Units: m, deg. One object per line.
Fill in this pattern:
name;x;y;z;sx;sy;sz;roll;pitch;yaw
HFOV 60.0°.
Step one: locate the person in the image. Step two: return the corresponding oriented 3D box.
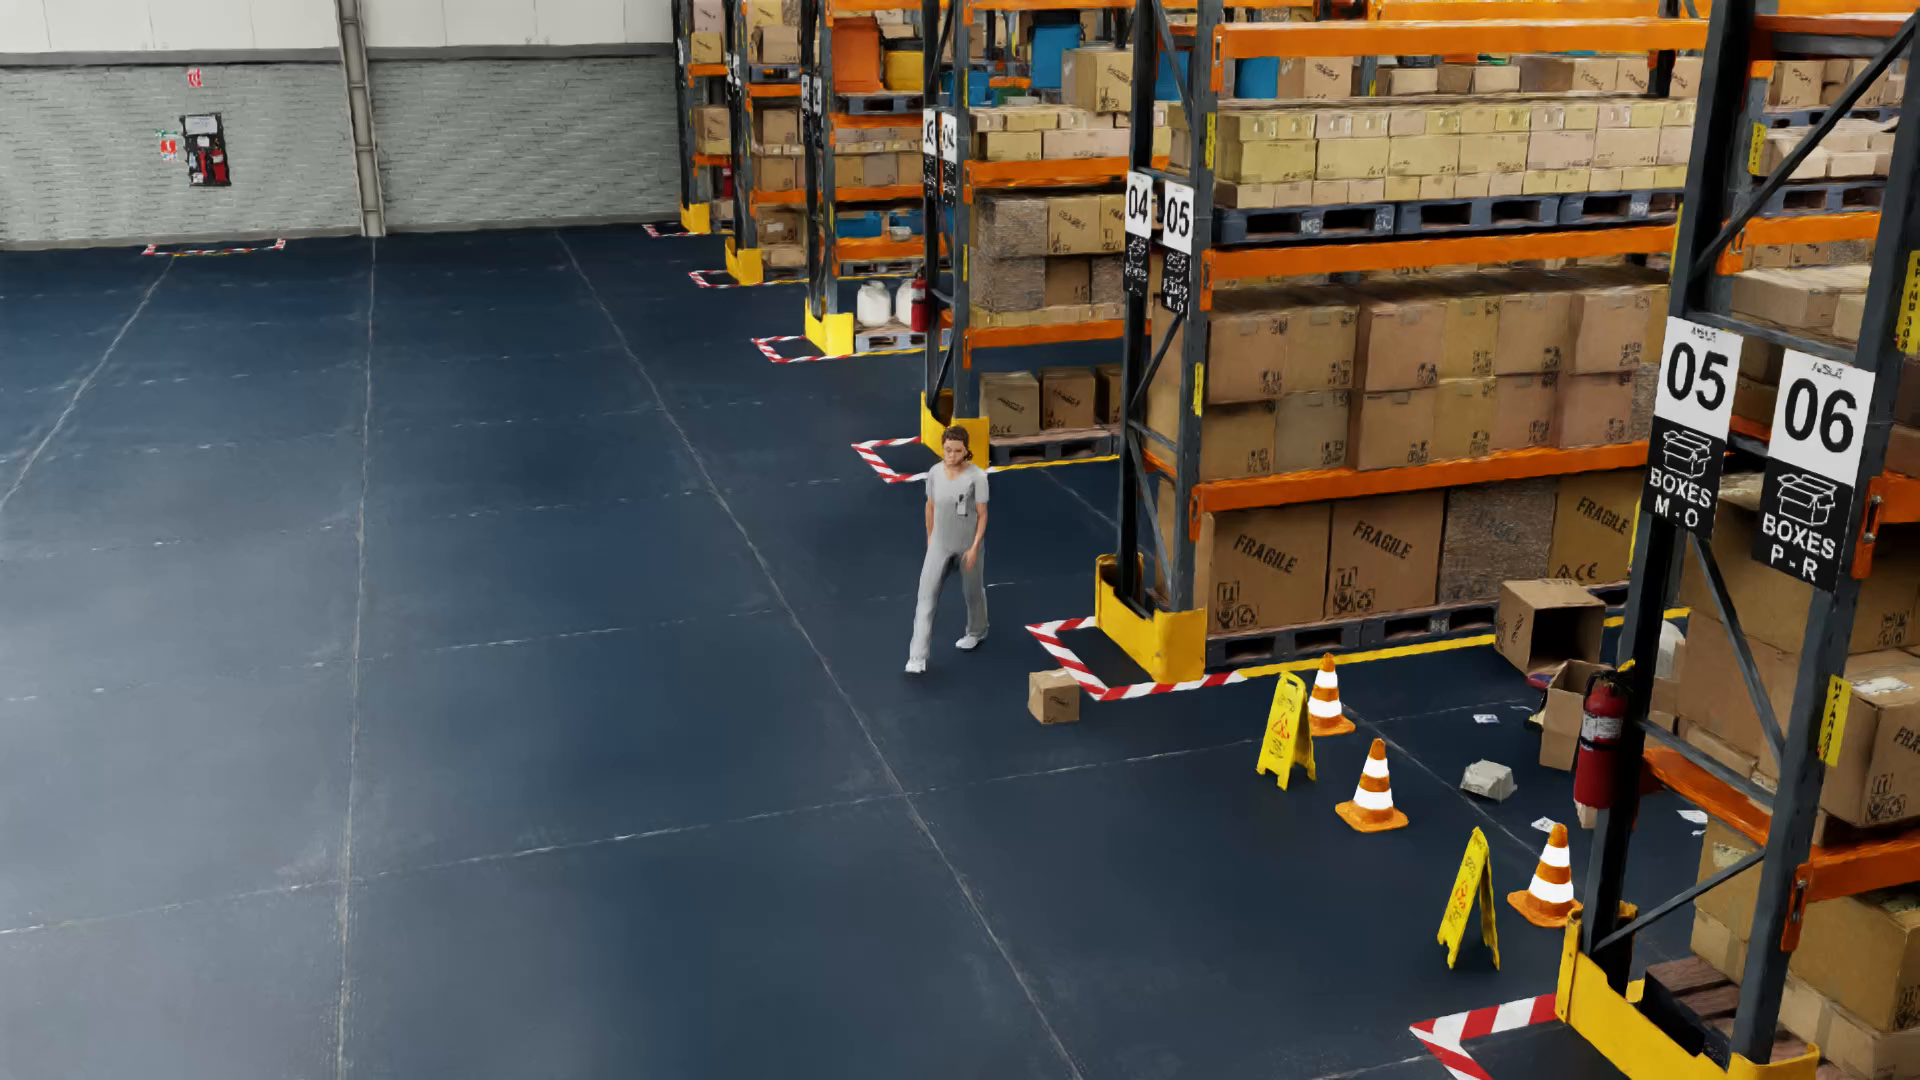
person;-0.053;0.047;10.960;0.483;1.635;0.949;5;20;13
